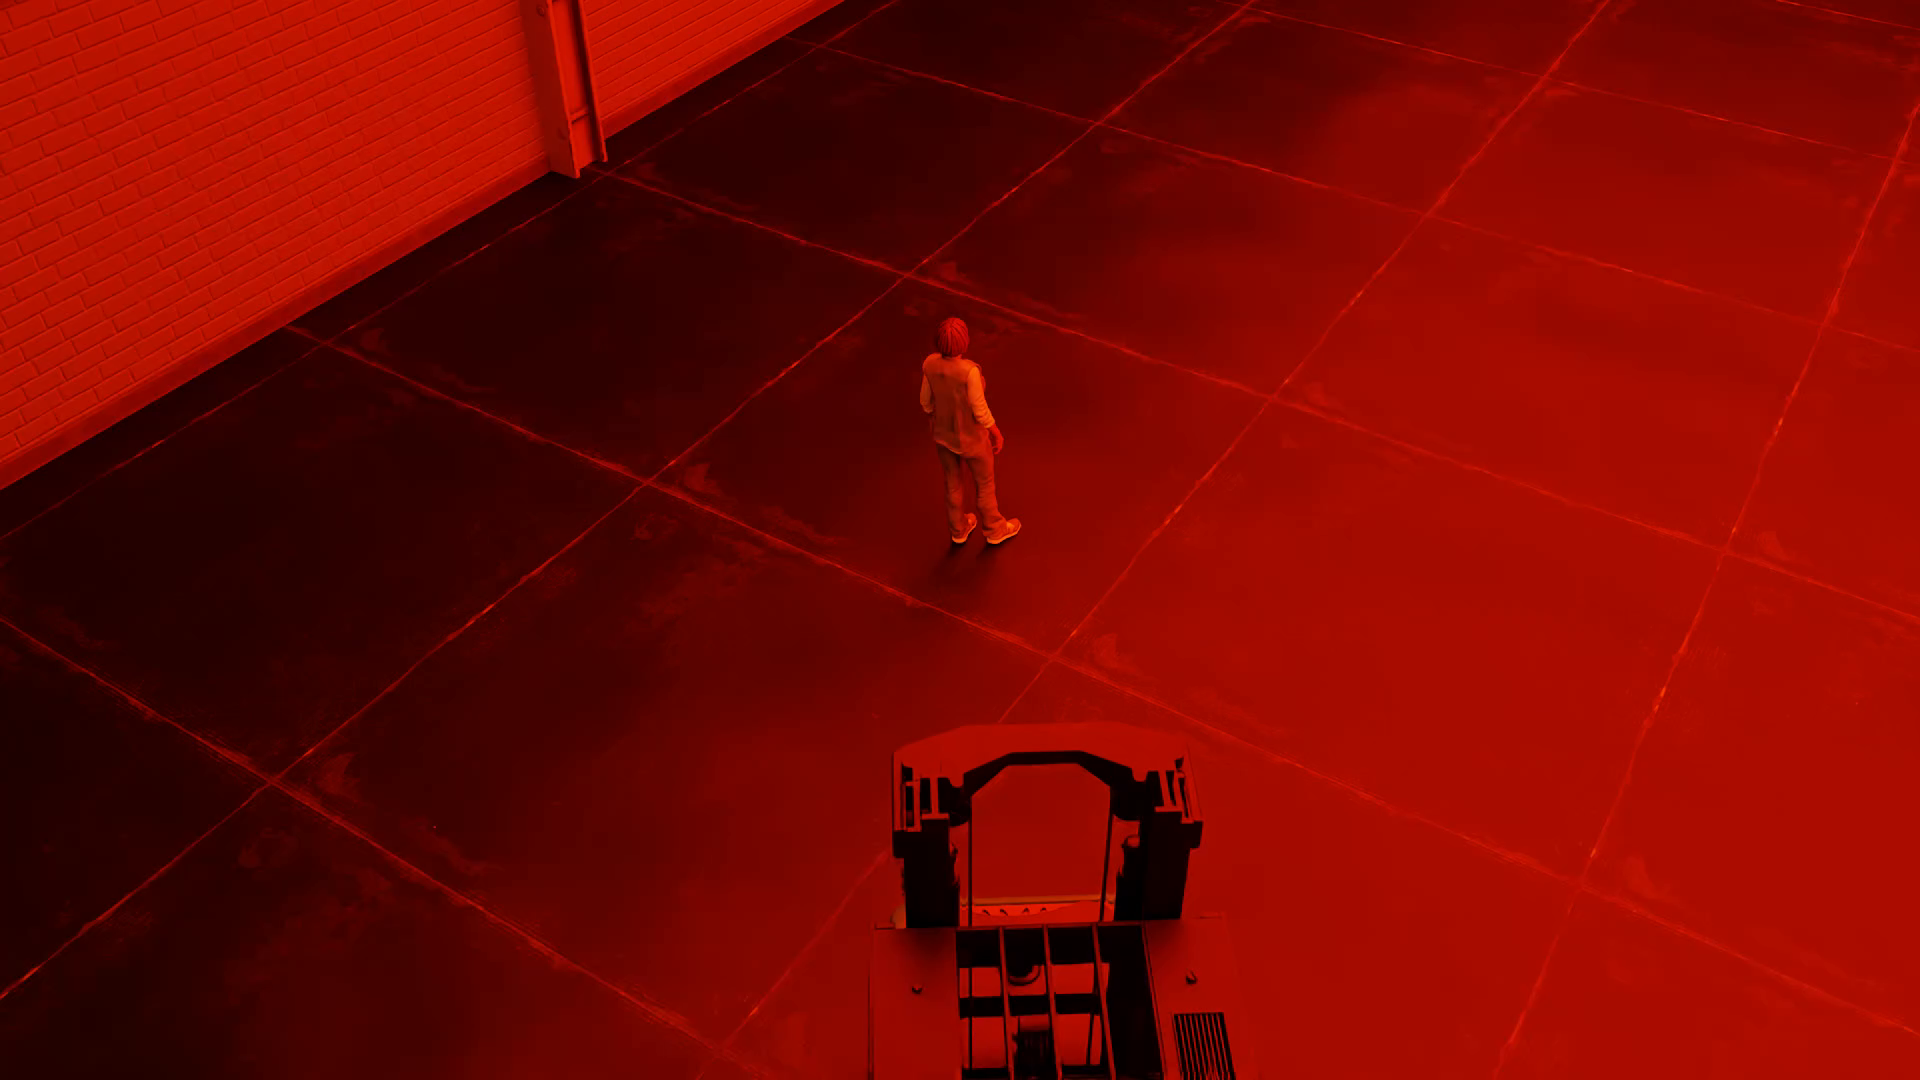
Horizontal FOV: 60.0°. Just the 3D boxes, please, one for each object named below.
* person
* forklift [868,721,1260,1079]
[{"bbox_3d":[0.052,-0.650,9.754,0.520,1.597,0.475,22,45,24],"label":"person"},{"bbox_3d":[0.278,2.123,5.462,1.130,2.935,3.031,-2,40,-2],"label":"forklift"}]
